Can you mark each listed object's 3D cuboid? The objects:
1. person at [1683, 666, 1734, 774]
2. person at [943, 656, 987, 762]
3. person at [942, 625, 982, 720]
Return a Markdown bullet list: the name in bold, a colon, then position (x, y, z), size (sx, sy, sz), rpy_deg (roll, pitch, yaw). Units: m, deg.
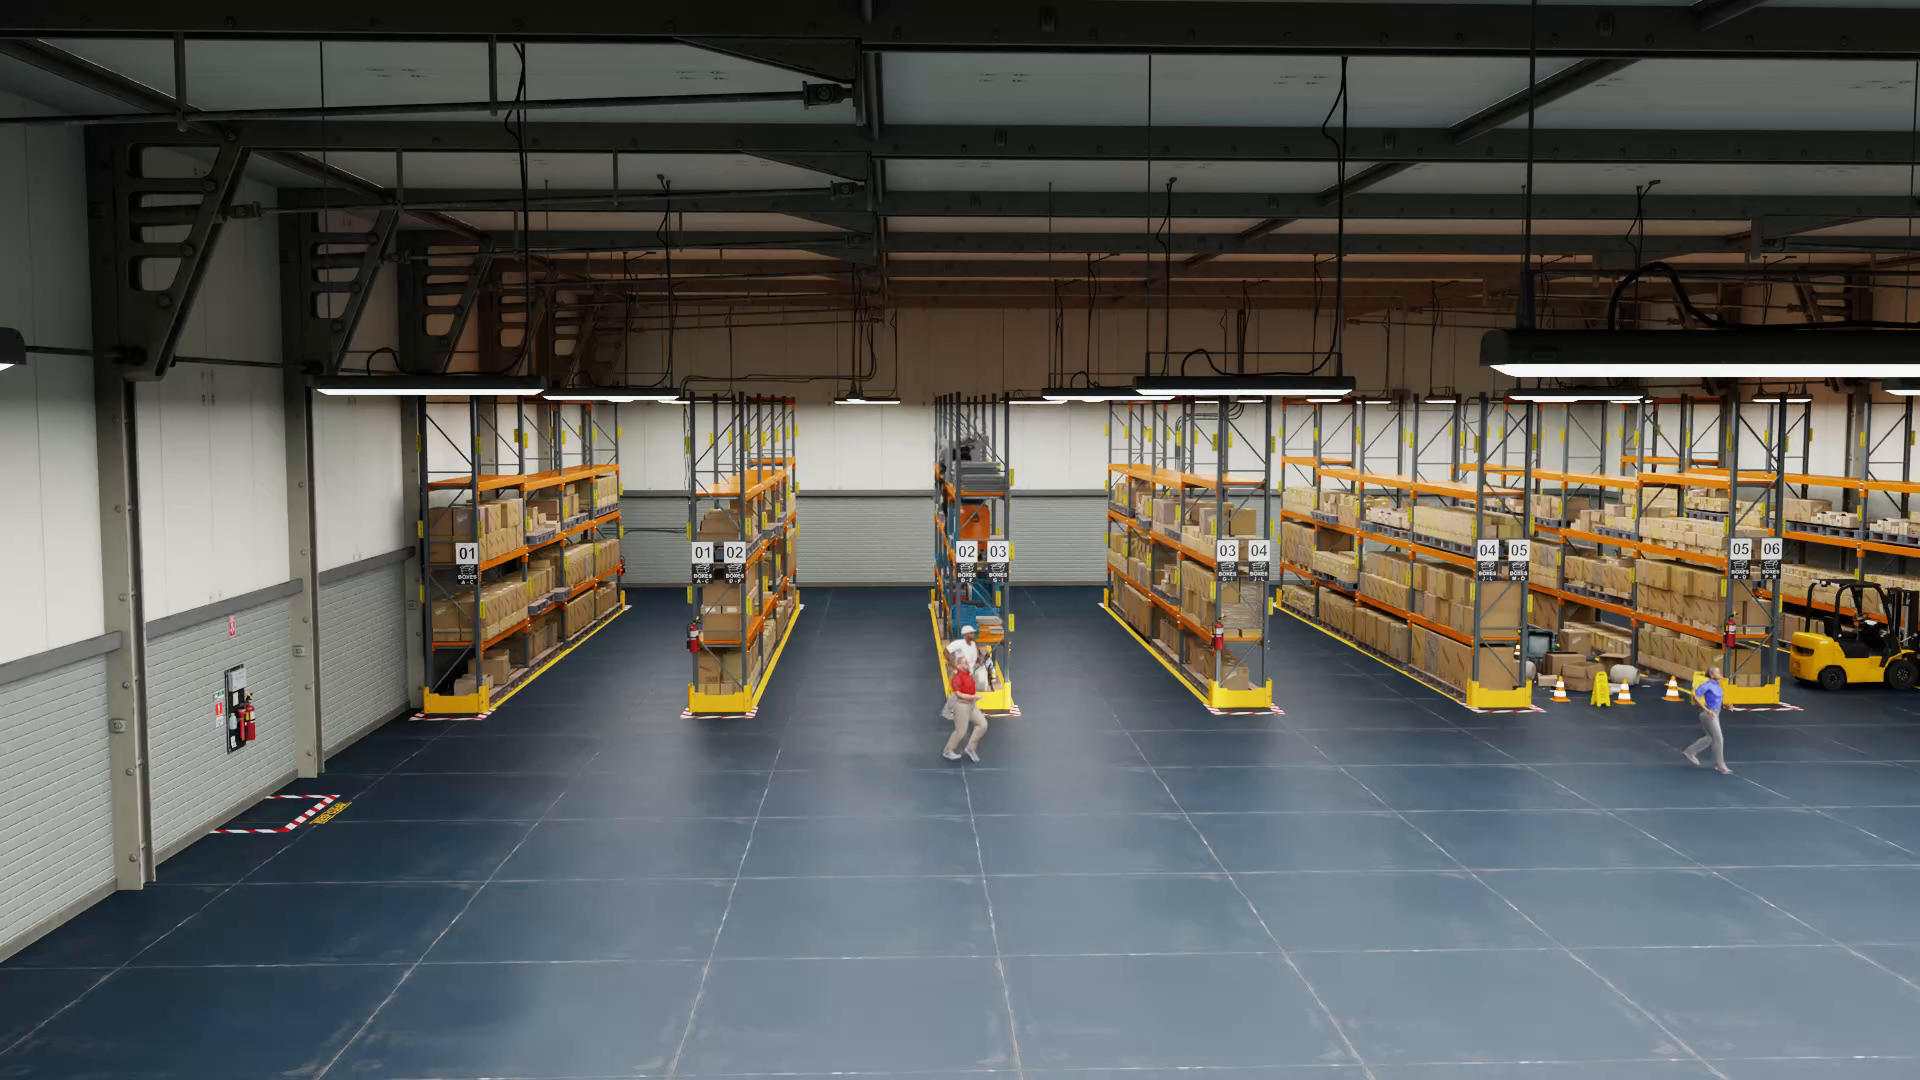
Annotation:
- **person**: position (11.793, 2.805, 26.170), size (0.796, 1.674, 0.584), rpy_deg (4, 6, 41)
- **person**: position (0.091, 2.742, 26.865), size (0.737, 1.754, 0.671), rpy_deg (2, 5, 25)
- **person**: position (0.051, 2.446, 30.181), size (0.727, 1.803, 0.706), rpy_deg (3, 5, 30)
